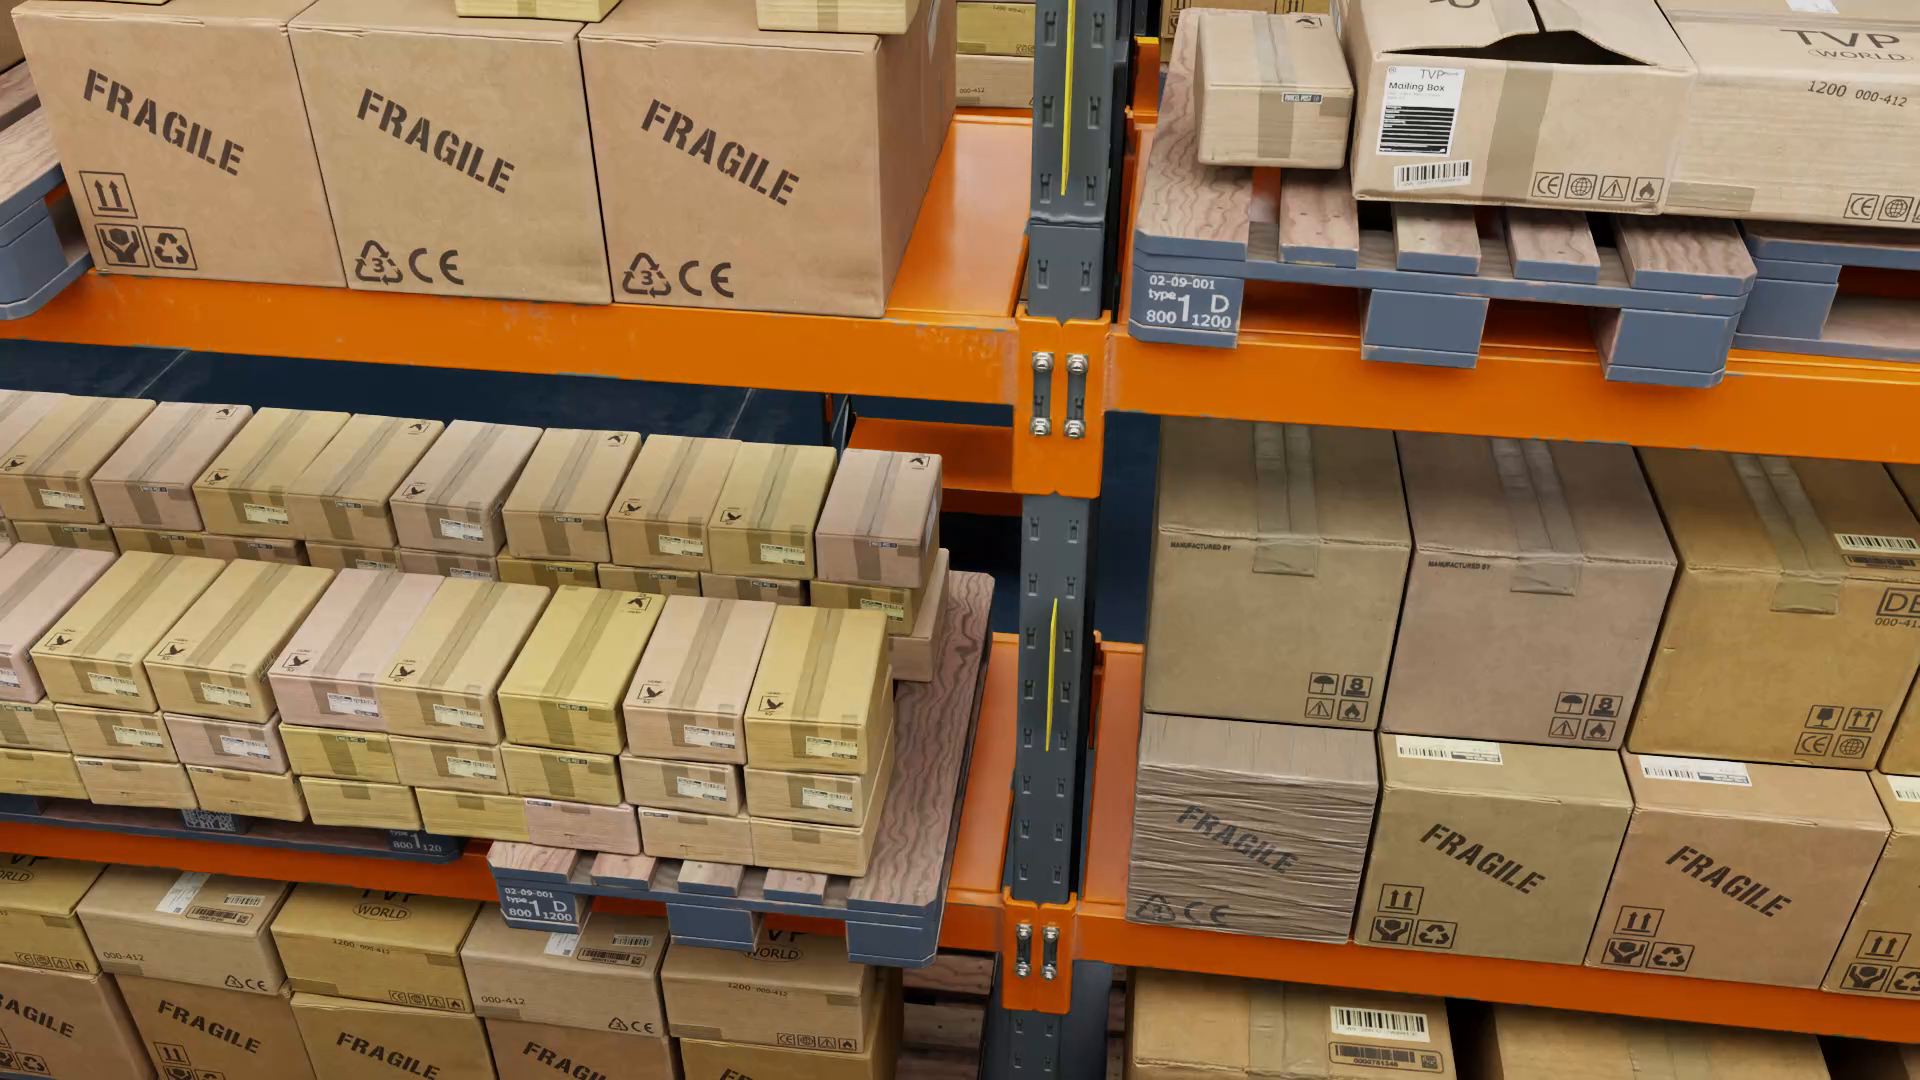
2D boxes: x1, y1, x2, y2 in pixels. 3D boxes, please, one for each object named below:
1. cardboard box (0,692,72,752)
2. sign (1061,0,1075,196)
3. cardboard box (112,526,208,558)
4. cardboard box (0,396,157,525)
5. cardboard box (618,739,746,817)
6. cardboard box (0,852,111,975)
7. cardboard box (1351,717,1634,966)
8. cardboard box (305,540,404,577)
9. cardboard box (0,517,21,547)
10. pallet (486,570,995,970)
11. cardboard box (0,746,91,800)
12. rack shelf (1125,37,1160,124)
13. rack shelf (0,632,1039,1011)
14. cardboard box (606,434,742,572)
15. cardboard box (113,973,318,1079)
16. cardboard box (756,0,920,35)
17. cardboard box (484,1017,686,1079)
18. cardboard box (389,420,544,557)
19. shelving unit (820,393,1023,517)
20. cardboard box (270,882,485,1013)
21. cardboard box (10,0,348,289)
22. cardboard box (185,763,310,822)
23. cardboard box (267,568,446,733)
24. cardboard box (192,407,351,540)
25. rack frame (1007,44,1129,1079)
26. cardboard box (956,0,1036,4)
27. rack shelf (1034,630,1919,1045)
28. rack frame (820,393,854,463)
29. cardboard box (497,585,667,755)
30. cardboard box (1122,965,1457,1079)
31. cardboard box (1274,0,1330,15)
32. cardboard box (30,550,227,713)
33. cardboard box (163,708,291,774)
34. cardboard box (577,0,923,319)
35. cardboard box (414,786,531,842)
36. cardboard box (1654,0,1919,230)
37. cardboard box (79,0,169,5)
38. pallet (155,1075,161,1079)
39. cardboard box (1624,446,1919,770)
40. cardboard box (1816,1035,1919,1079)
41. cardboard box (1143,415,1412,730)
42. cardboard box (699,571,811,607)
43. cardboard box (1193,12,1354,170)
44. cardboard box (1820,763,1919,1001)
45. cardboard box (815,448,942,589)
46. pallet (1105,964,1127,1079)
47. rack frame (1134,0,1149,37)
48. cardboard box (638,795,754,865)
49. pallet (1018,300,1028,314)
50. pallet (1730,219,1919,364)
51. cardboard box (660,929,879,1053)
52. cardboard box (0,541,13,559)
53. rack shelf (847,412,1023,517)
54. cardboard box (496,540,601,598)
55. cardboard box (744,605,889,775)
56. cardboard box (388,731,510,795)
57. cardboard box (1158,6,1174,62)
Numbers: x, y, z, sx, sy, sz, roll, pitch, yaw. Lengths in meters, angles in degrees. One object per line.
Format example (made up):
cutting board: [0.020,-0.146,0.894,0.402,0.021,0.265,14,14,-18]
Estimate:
cardboard box: [-2.089,0.302,3.844,0.250,0.149,0.380,4,36,5]
sign: [0.173,-0.720,2.649,0.005,0.325,0.100,4,36,6]
cardboard box: [-1.995,-0.075,4.372,0.250,0.149,0.380,4,36,6]
cardboard box: [-2.273,-0.211,4.307,0.250,0.149,0.380,3,36,4]
cardboard box: [-0.568,0.416,3.683,0.250,0.149,0.380,6,36,8]
cardboard box: [-2.495,0.889,4.566,0.500,0.250,0.500,5,36,7]
cardboard box: [1.160,0.583,3.765,0.500,0.500,0.500,4,36,6]
cardboard box: [-1.487,-0.036,4.318,0.250,0.149,0.380,4,36,6]
cardboard box: [-2.524,-0.114,4.427,0.250,0.149,0.380,3,36,4]
pallet: [-0.476,0.486,4.152,1.003,0.211,1.213,4,36,6]
cardboard box: [-2.095,0.422,3.931,0.250,0.149,0.380,4,36,5]
rack shelf: [2.758,-2.020,8.117,4.000,0.370,1.077,4,36,6]
rack shelf: [-1.739,0.544,4.525,4.000,0.370,1.077,4,36,6]
cardboard box: [-0.699,-0.097,4.146,0.250,0.149,0.380,4,36,6]
cardboard box: [-1.977,1.226,4.740,0.500,0.500,0.500,5,36,7]
cardboard box: [-0.190,-1.054,2.818,0.258,0.266,0.396,4,36,6]
cardboard box: [-0.956,1.307,4.627,0.500,0.500,0.500,6,36,8]
cardboard box: [-1.230,-0.135,4.200,0.250,0.149,0.380,6,36,8]
shelving unit: [-0.007,-0.458,6.924,1.048,1.125,0.538,4,36,6]
cardboard box: [-1.472,0.963,4.463,0.500,0.250,0.500,5,36,7]
cardboard box: [-1.347,-0.827,3.159,0.500,0.500,0.500,4,36,6]
cardboard box: [-1.575,0.461,3.877,0.250,0.149,0.380,5,36,7]
cardboard box: [-1.312,0.238,3.677,0.250,0.149,0.380,4,36,6]
cardboard box: [-1.740,-0.174,4.255,0.250,0.149,0.380,4,36,5]
rack frame: [0.245,0.399,4.109,0.127,3.000,1.000,4,36,6]
cardboard box: [0.229,-2.796,7.638,0.500,0.500,0.500,3,36,5]
rack shelf: [2.228,0.840,4.110,4.000,0.370,1.077,4,36,6]
rack frame: [-0.511,-0.496,6.977,0.032,1.125,0.500,4,36,6]
cardboard box: [-0.809,0.277,3.622,0.250,0.149,0.380,5,36,7]
cardboard box: [0.837,1.241,4.504,0.750,0.750,1.050,4,36,5]
cardboard box: [1.709,-2.592,7.596,0.500,0.500,0.500,6,36,8]
cardboard box: [-1.840,0.200,3.731,0.250,0.149,0.380,5,36,7]
cardboard box: [-1.583,0.341,3.789,0.250,0.149,0.380,5,36,7]
cardboard box: [-0.354,-0.758,3.062,0.500,0.500,0.500,4,36,6]
cardboard box: [-1.051,0.500,3.822,0.250,0.149,0.380,4,36,5]
cardboard box: [1.431,-0.755,2.825,0.500,0.250,0.500,5,36,7]
cardboard box: [-1.468,-1.138,2.935,0.258,0.266,0.396,4,36,6]
pallet: [-1.737,1.384,5.129,1.213,0.211,1.003,4,36,6]
cardboard box: [1.699,0.064,3.632,0.500,0.500,0.700,4,36,5]
cardboard box: [2.628,1.372,4.320,0.750,0.750,1.050,4,36,6]
cardboard box: [0.689,-0.010,3.735,0.500,0.500,0.700,4,36,6]
cardboard box: [-0.479,0.039,4.212,0.250,0.149,0.380,6,36,8]
cardboard box: [0.555,-0.814,2.995,0.250,0.149,0.380,3,36,4]
cardboard box: [2.154,0.659,3.659,0.500,0.500,0.500,4,36,5]
cardboard box: [-0.194,-0.058,4.092,0.250,0.149,0.380,4,36,6]
pallet: [1.017,1.636,4.776,1.213,0.211,1.003,4,36,6]
rack frame: [1.403,-5.321,12.123,0.127,3.000,1.000,4,36,6]
cardboard box: [-0.549,0.539,3.767,0.250,0.149,0.380,4,36,6]
pallet: [0.002,-1.427,9.068,1.213,0.211,1.003,4,36,6]
pallet: [1.999,-0.647,3.155,1.213,0.211,1.003,6,36,8]
cardboard box: [-0.467,1.041,4.354,0.500,0.250,0.500,3,36,5]
cardboard box: [-2.358,0.163,3.783,0.250,0.149,0.380,4,36,6]
rack shelf: [-0.007,-0.259,7.066,1.000,0.278,0.538,4,36,6]
cardboard box: [-0.994,0.003,4.263,0.250,0.149,0.380,4,36,6]
cardboard box: [-0.300,0.316,3.567,0.250,0.149,0.380,3,36,4]
cardboard box: [-1.078,0.380,3.735,0.250,0.149,0.380,4,36,6]
cardboard box: [1.073,-2.398,7.883,0.250,0.149,0.380,2,36,3]
